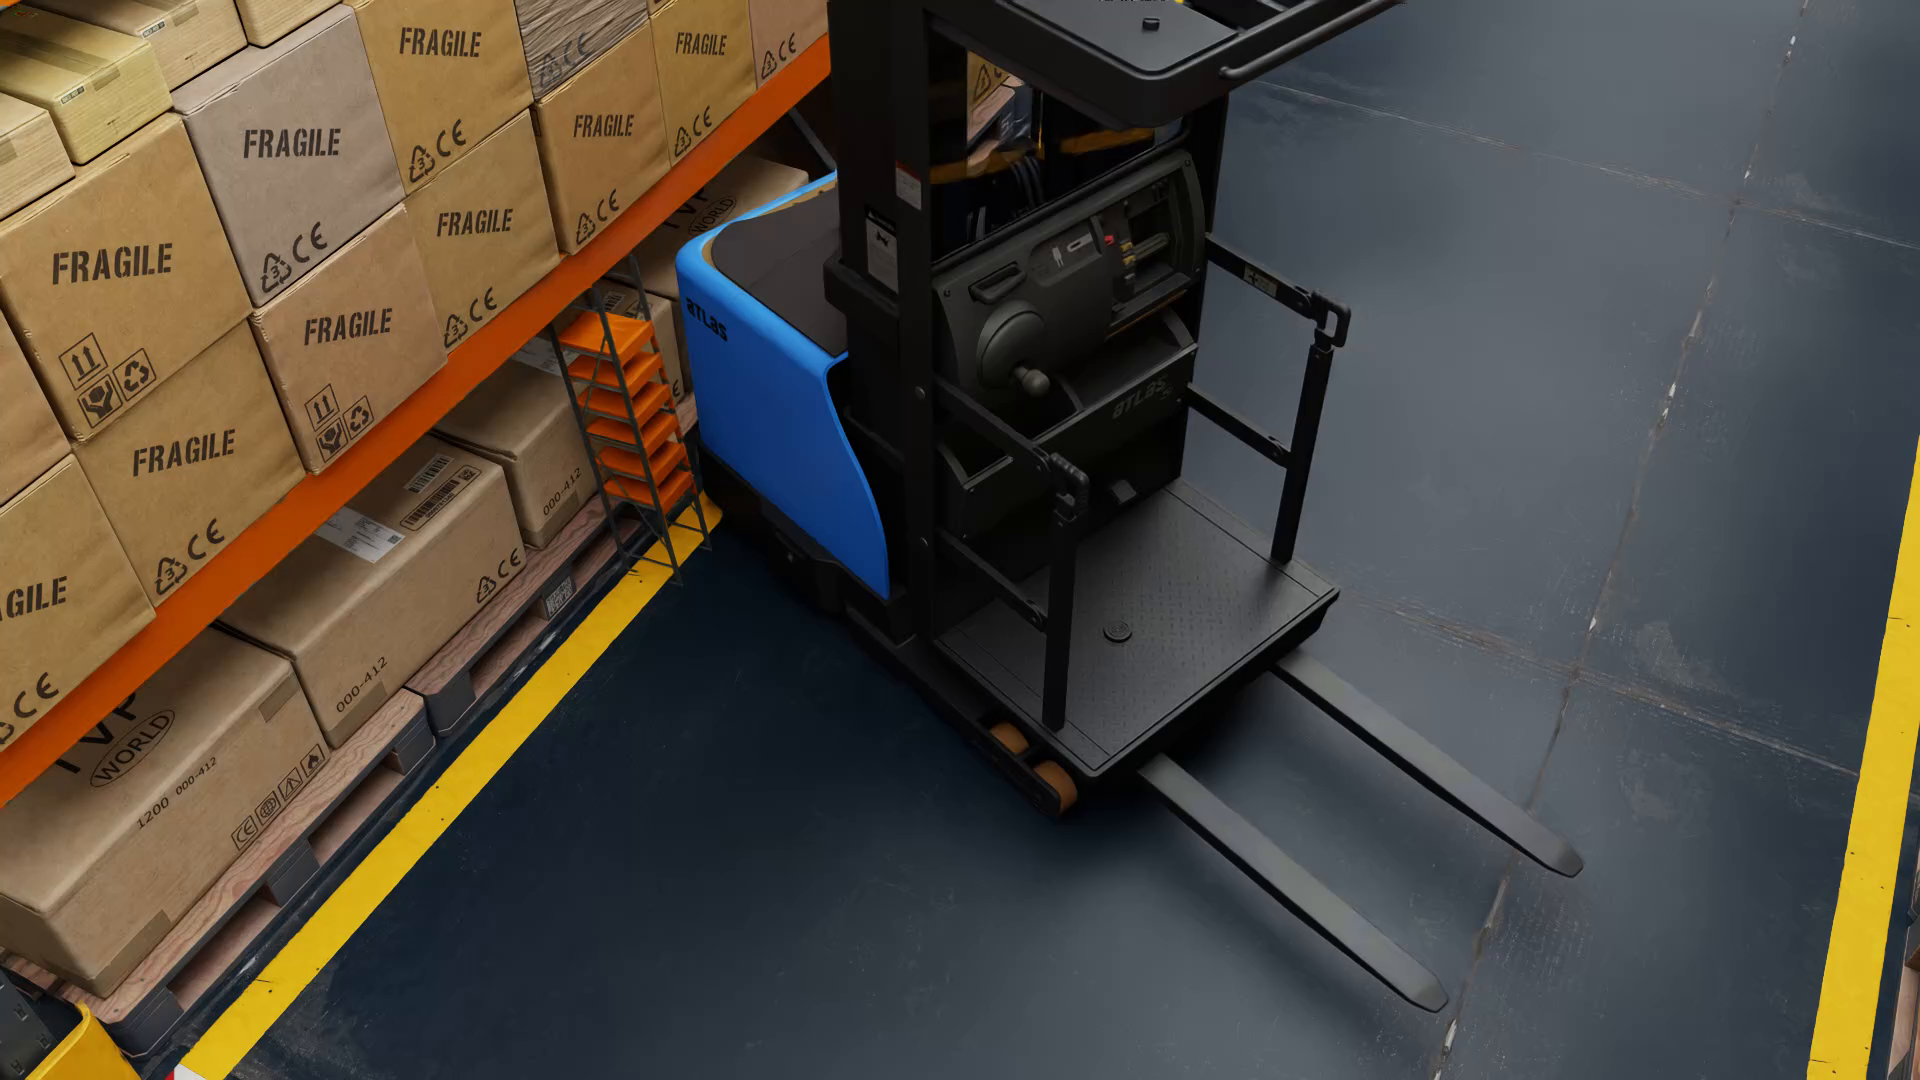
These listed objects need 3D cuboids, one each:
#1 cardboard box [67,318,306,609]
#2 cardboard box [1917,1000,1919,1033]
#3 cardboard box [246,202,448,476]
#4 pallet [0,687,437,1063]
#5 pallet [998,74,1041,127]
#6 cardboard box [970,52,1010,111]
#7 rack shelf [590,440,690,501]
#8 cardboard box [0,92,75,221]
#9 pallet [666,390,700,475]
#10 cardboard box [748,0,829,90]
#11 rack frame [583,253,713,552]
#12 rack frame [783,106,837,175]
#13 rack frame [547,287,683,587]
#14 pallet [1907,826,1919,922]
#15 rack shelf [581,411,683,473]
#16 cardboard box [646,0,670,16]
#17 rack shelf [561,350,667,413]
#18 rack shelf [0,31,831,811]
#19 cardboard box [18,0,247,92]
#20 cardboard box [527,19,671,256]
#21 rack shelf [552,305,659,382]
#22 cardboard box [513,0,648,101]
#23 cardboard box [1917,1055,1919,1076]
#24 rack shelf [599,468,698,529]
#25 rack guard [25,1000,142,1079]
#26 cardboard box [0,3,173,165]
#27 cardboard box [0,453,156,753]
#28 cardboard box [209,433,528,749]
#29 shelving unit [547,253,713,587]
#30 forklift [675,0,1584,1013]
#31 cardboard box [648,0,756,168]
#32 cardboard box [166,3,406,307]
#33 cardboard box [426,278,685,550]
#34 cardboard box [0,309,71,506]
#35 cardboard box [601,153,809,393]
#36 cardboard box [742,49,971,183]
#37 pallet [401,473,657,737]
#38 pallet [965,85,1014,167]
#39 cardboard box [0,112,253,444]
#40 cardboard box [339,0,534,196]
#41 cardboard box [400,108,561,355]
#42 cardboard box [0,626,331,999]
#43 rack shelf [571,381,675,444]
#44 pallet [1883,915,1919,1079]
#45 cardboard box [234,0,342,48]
[{"bbox_3d":[-1.931,-0.252,3.820,0.500,0.500,0.500,20,49,19],"label":"cardboard box"},{"bbox_3d":[2.650,1.178,4.186,0.380,0.149,0.250,19,48,18],"label":"cardboard box"},{"bbox_3d":[-1.679,-0.567,4.131,0.500,0.500,0.500,20,49,19],"label":"cardboard box"},{"bbox_3d":[-2.317,0.769,4.842,1.003,0.211,1.213,20,49,19],"label":"pallet"},{"bbox_3d":[0.095,-2.504,8.076,1.003,0.211,1.213,20,49,19],"label":"pallet"},{"bbox_3d":[-0.132,-2.591,7.400,0.875,0.875,0.875,22,49,20],"label":"cardboard box"},{"bbox_3d":[-1.031,-0.249,5.366,0.258,0.103,0.180,15,47,22],"label":"rack shelf"},{"bbox_3d":[-1.928,-0.743,3.146,0.380,0.149,0.250,22,49,20],"label":"cardboard box"},{"bbox_3d":[-1.184,-0.768,6.361,1.003,0.211,1.213,20,49,19],"label":"pallet"},{"bbox_3d":[-0.750,-1.860,5.409,0.500,0.500,0.500,21,49,19],"label":"cardboard box"},{"bbox_3d":[-1.006,-0.427,5.311,0.240,1.200,0.006,15,47,22],"label":"rack frame"},{"bbox_3d":[-0.762,-2.201,5.817,1.000,3.000,0.127,20,49,19],"label":"rack frame"},{"bbox_3d":[-1.086,-0.309,5.196,0.240,1.200,0.006,15,47,22],"label":"rack frame"},{"bbox_3d":[3.389,0.784,4.827,1.003,0.211,1.213,20,49,19],"label":"pallet"},{"bbox_3d":[-1.042,-0.336,5.284,0.258,0.103,0.180,15,47,22],"label":"rack shelf"},{"bbox_3d":[-0.979,-1.883,4.728,0.500,0.500,0.500,20,49,18],"label":"cardboard box"},{"bbox_3d":[-1.063,-0.510,5.120,0.258,0.103,0.180,15,47,22],"label":"rack shelf"},{"bbox_3d":[-1.690,-0.689,4.827,1.077,0.370,4.000,20,49,19],"label":"rack shelf"},{"bbox_3d":[-1.746,-1.098,3.496,0.380,0.149,0.250,21,49,19],"label":"cardboard box"},{"bbox_3d":[-1.205,-1.213,4.769,0.500,0.500,0.500,20,49,18],"label":"cardboard box"},{"bbox_3d":[-1.074,-0.597,5.039,0.258,0.103,0.180,15,47,22],"label":"rack shelf"},{"bbox_3d":[-1.207,-1.559,4.408,0.500,0.500,0.500,21,49,20],"label":"cardboard box"},{"bbox_3d":[2.512,1.216,3.939,0.380,0.149,0.250,21,49,19],"label":"cardboard box"},{"bbox_3d":[-1.021,-0.161,5.448,0.258,0.103,0.180,15,47,22],"label":"rack shelf"},{"bbox_3d":[-2.630,1.212,4.200,1.175,0.500,0.348,20,49,19],"label":"rack guard"},{"bbox_3d":[-1.821,-0.915,3.316,0.380,0.149,0.250,19,48,18],"label":"cardboard box"},{"bbox_3d":[-2.141,0.076,3.496,0.500,0.500,0.500,20,49,19],"label":"cardboard box"},{"bbox_3d":[-1.983,0.043,5.104,0.875,0.438,0.875,22,49,20],"label":"cardboard box"},{"bbox_3d":[-1.046,-0.368,5.254,0.258,1.200,0.189,15,47,22],"label":"shelving unit"},{"bbox_3d":[0.455,-0.627,4.309,1.130,2.935,3.031,-32,54,-28],"label":"forklift"},{"bbox_3d":[-0.984,-1.534,5.087,0.500,0.500,0.500,19,48,18],"label":"cardboard box"},{"bbox_3d":[-1.678,-0.931,3.788,0.500,0.500,0.500,20,49,19],"label":"cardboard box"},{"bbox_3d":[-1.563,-0.524,5.665,0.875,0.438,0.875,19,48,18],"label":"cardboard box"},{"bbox_3d":[-2.143,-0.277,3.141,0.500,0.500,0.500,19,48,18],"label":"cardboard box"},{"bbox_3d":[-1.148,-1.088,6.223,0.875,0.438,0.875,20,49,19],"label":"cardboard box"},{"bbox_3d":[-0.545,-2.019,6.835,0.875,0.875,0.875,22,49,20],"label":"cardboard box"},{"bbox_3d":[-1.749,0.003,5.598,1.003,0.211,1.213,20,49,19],"label":"pallet"},{"bbox_3d":[-0.470,-1.732,7.314,1.003,0.211,1.213,20,49,19],"label":"pallet"},{"bbox_3d":[-1.910,-0.604,3.465,0.500,0.500,0.500,19,48,18],"label":"cardboard box"},{"bbox_3d":[-1.447,-1.246,4.099,0.500,0.500,0.500,21,49,19],"label":"cardboard box"},{"bbox_3d":[-1.461,-0.888,4.448,0.500,0.500,0.500,22,49,20],"label":"cardboard box"},{"bbox_3d":[-2.401,0.623,4.532,0.875,0.438,0.875,19,48,18],"label":"cardboard box"},{"bbox_3d":[-1.053,-0.423,5.202,0.258,0.103,0.180,15,47,22],"label":"rack shelf"},{"bbox_3d":[2.824,1.556,4.064,1.003,0.211,1.213,20,49,19],"label":"pallet"},{"bbox_3d":[-1.593,-1.241,3.638,0.380,0.149,0.250,21,49,19],"label":"cardboard box"}]
